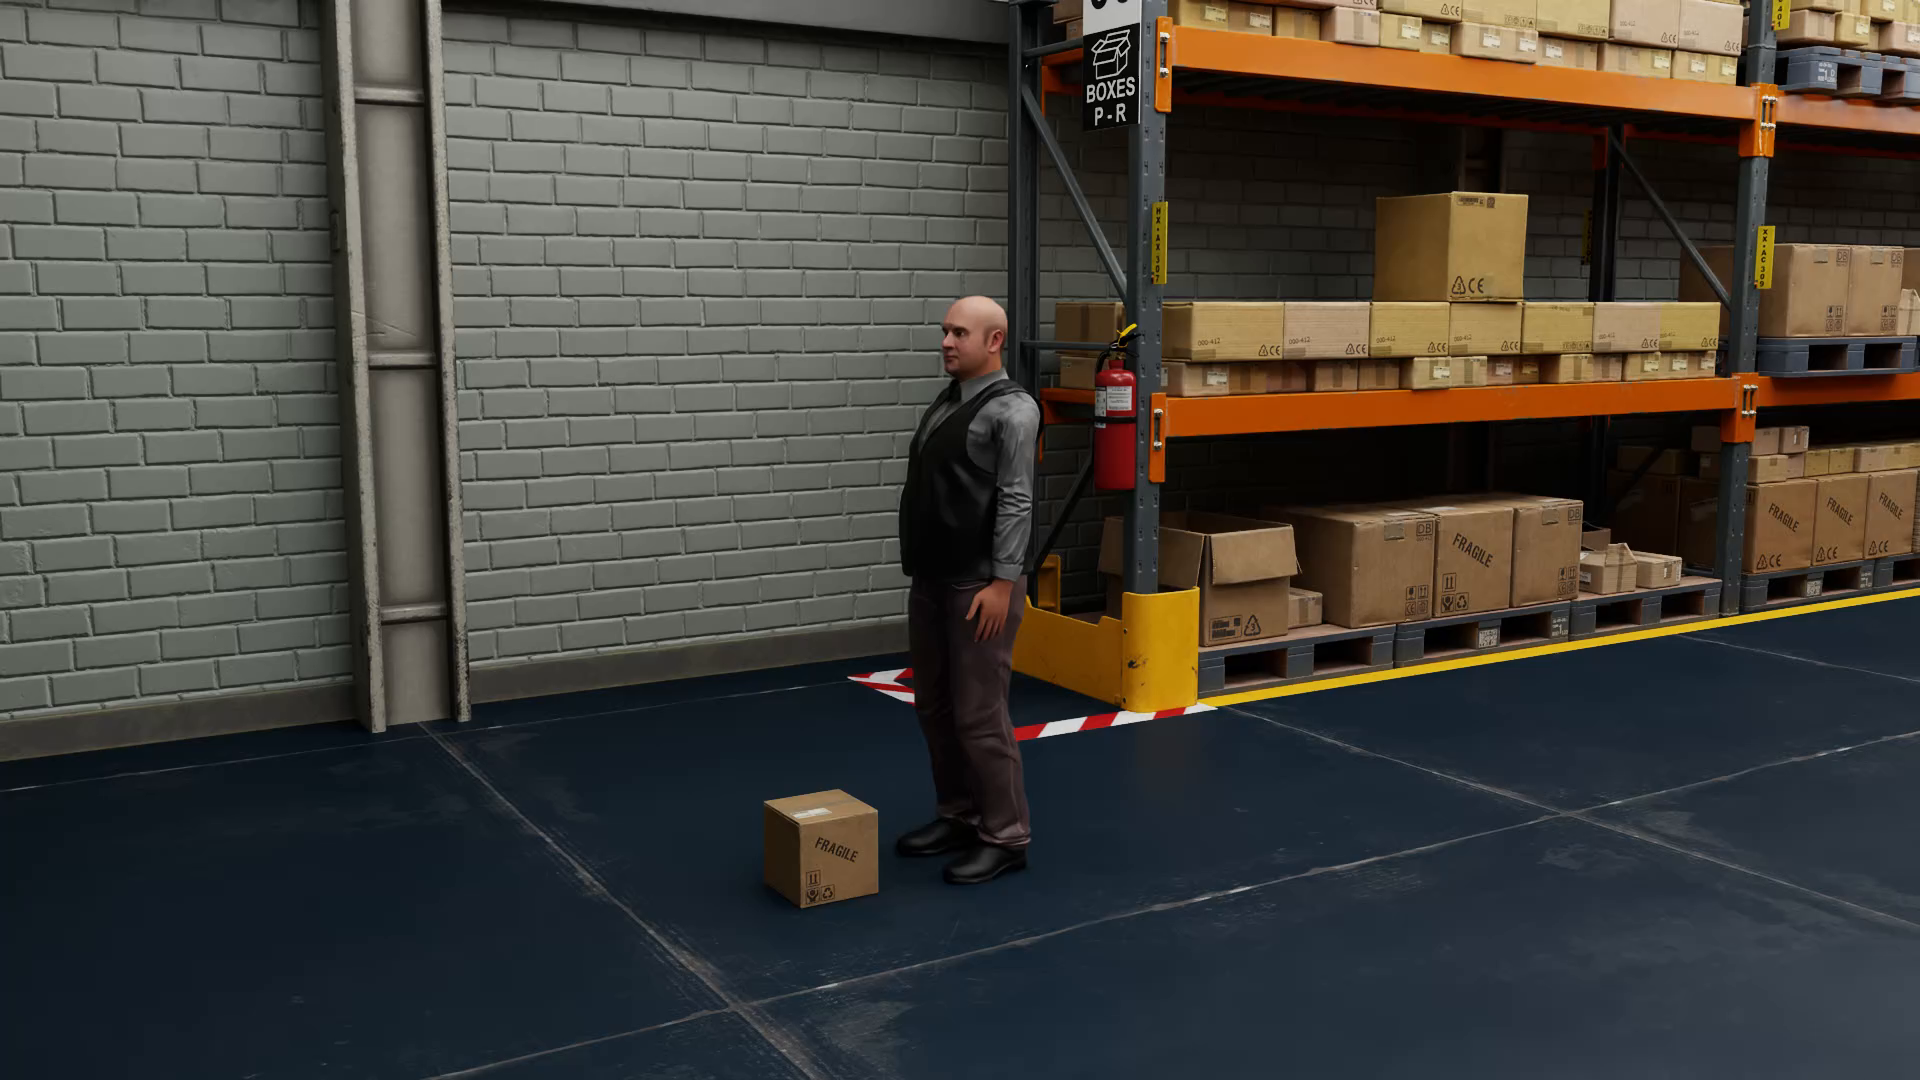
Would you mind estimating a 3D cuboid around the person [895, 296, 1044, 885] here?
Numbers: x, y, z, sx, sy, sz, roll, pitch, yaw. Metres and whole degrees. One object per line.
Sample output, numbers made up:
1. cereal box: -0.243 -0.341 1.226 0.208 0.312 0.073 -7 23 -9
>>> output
1. person: 0.022 0.140 4.970 0.359 1.723 0.531 -5 9 -29
